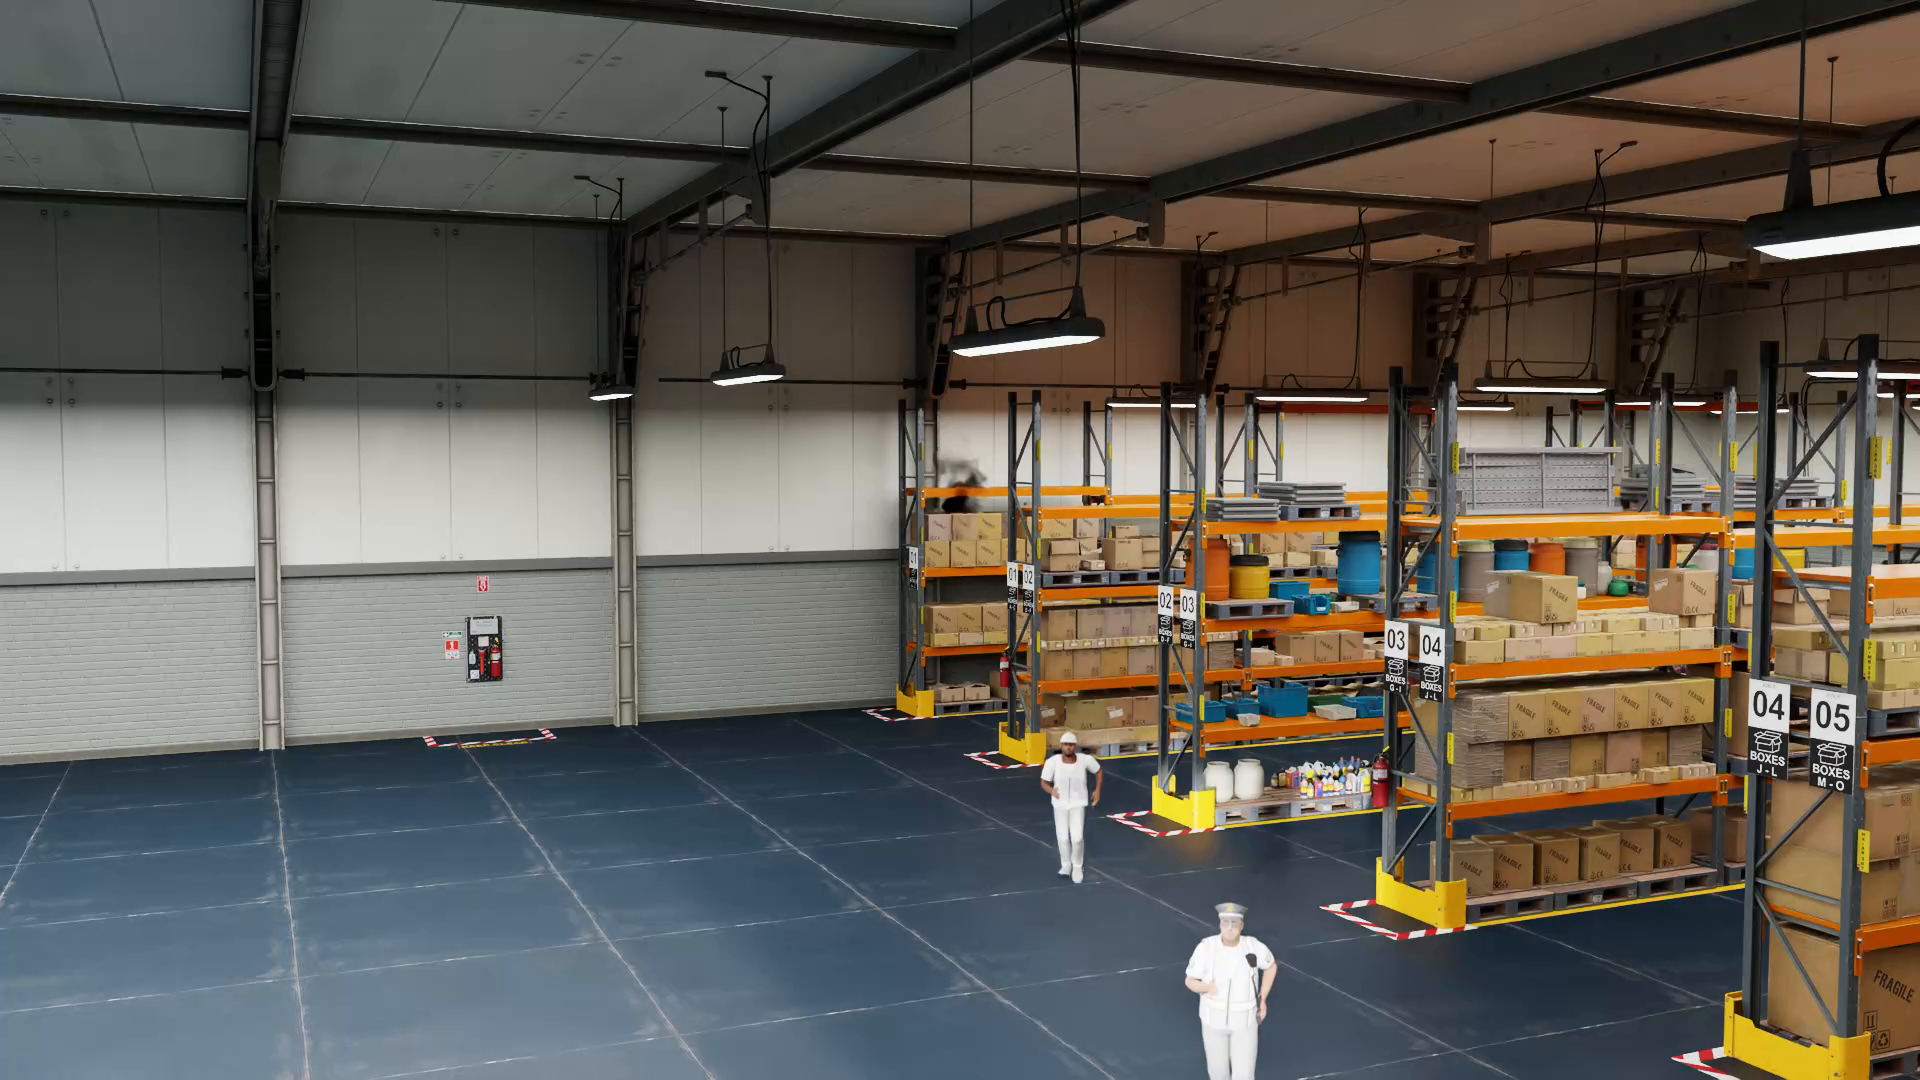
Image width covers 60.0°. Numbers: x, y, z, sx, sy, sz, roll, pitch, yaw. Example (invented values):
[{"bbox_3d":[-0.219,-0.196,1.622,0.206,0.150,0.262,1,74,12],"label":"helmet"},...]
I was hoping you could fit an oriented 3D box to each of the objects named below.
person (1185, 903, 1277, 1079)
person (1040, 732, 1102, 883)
[{"bbox_3d":[1.978,3.548,12.199,0.647,1.826,0.823,1,3,14],"label":"person"},{"bbox_3d":[1.301,3.151,19.556,0.716,1.793,0.700,0,3,8],"label":"person"}]
